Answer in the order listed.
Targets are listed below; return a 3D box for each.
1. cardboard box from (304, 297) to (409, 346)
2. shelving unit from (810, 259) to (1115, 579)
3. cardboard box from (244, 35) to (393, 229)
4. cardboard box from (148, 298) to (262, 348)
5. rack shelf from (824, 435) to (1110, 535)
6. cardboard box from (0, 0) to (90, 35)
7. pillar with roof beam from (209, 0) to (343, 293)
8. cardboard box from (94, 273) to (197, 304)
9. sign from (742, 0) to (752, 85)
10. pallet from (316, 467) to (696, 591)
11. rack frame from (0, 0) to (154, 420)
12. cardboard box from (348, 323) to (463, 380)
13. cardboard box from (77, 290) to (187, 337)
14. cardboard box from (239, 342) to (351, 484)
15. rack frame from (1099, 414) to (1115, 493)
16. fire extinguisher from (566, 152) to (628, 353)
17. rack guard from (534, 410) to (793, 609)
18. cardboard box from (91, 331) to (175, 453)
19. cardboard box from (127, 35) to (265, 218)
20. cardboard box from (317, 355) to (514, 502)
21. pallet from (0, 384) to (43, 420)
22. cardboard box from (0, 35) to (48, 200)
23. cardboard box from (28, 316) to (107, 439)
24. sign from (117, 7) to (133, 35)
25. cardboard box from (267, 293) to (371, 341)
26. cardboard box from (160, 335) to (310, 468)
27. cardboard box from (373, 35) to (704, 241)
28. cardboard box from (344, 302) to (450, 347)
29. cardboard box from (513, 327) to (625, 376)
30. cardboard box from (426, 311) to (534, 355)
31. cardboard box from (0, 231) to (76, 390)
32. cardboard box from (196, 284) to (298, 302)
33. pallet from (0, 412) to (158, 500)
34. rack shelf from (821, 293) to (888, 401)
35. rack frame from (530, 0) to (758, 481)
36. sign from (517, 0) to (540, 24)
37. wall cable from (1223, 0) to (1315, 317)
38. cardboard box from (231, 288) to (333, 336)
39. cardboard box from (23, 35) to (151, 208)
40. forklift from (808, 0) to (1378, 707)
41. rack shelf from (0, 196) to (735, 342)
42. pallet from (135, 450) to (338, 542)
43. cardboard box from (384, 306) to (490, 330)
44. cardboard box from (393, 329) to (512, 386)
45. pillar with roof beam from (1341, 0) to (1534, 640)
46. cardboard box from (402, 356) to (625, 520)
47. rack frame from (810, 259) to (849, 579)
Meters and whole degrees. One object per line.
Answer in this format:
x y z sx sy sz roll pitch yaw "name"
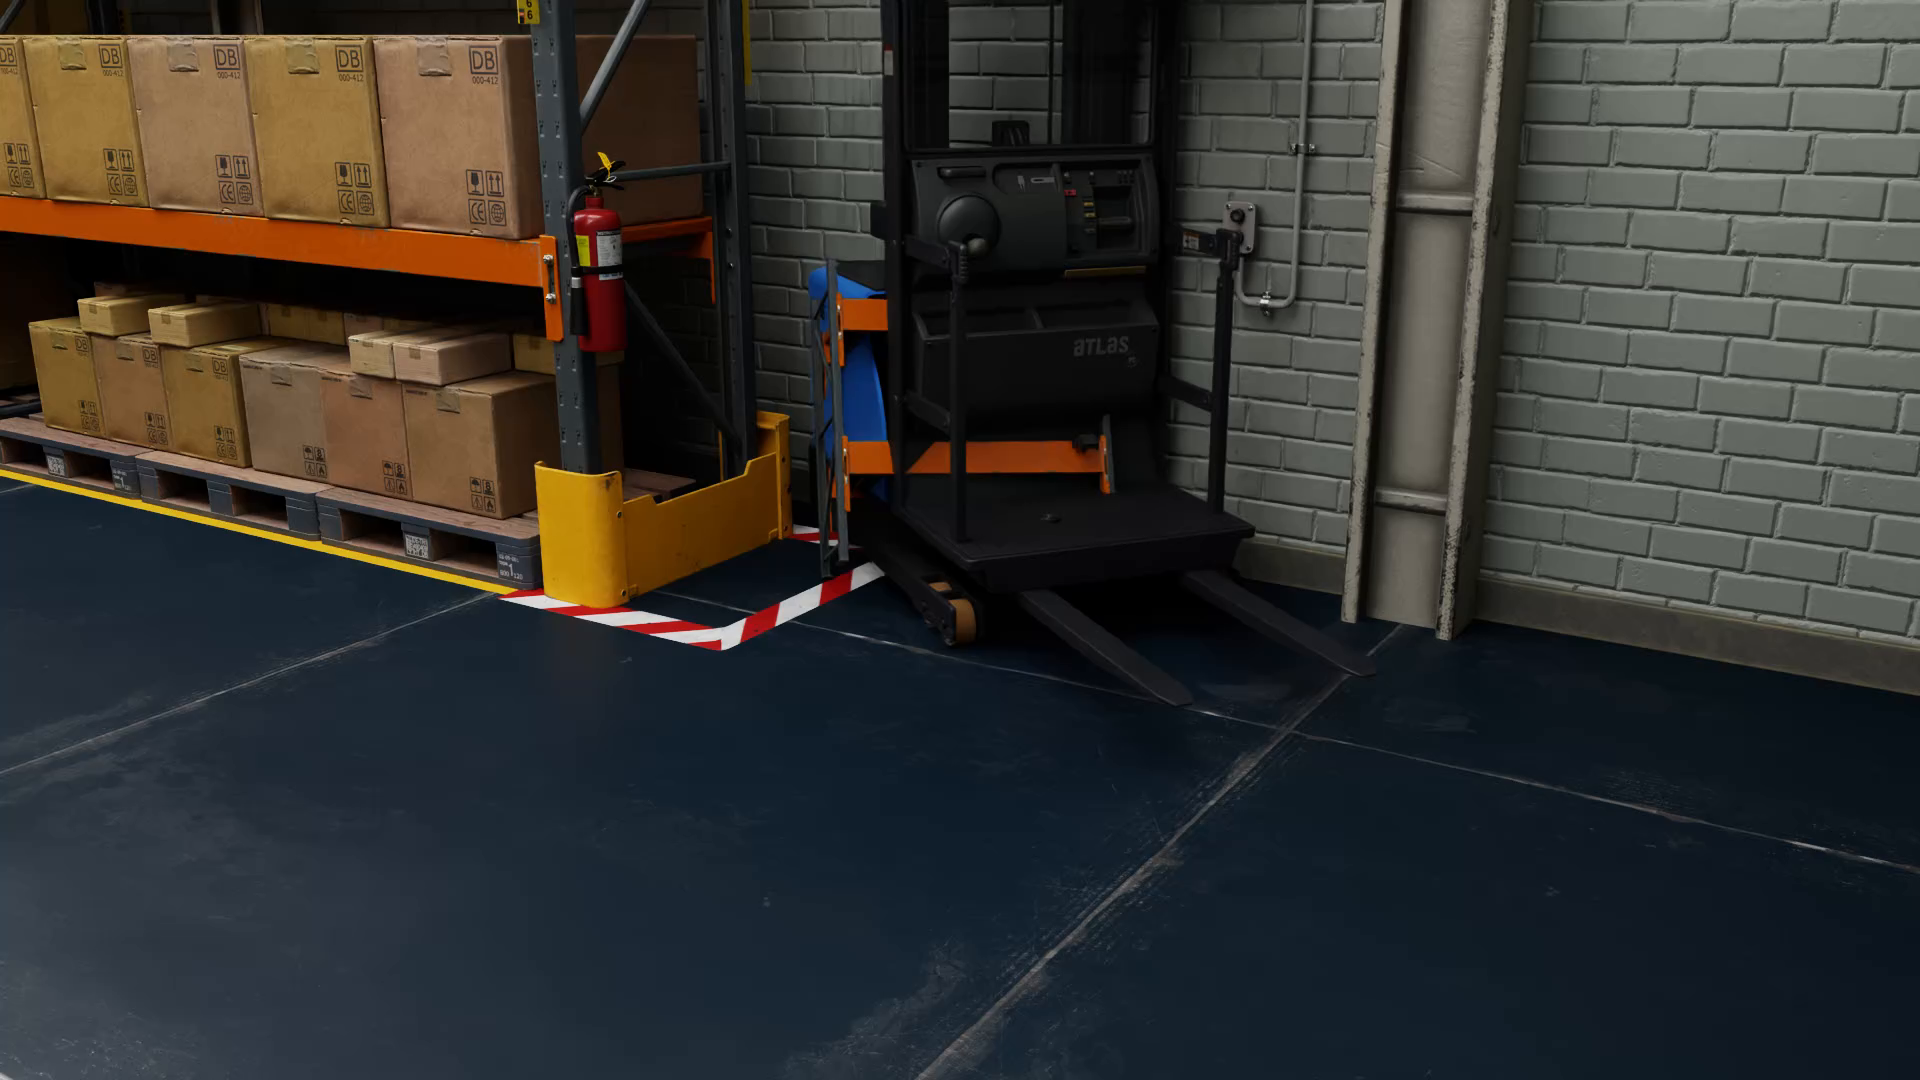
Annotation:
-2.666 -0.972 7.382 0.250 0.149 0.380 10 20 31 "cardboard box"
-0.001 -0.447 6.390 1.048 1.125 0.538 -1 -9 -13 "shelving unit"
-2.212 -1.679 6.730 0.700 0.700 0.980 10 20 30 "cardboard box"
-3.330 -0.960 7.343 0.250 0.149 0.380 9 19 28 "cardboard box"
0.012 -0.206 6.352 1.000 0.278 0.538 -1 -9 -13 "rack shelf"
-4.811 -2.654 8.447 0.500 0.250 0.500 11 20 32 "cardboard box"
-5.759 -3.873 4.147 0.400 9.000 9.100 10 20 30 "pillar with roof beam"
-3.991 -1.208 8.159 0.250 0.149 0.380 10 20 30 "cardboard box"
-0.851 -1.941 6.484 0.005 0.325 0.100 10 20 30 "sign"
-1.869 -0.120 6.913 1.213 0.211 1.003 10 20 30 "pallet"
-4.555 -1.960 8.174 0.127 3.000 1.000 10 20 30 "rack frame"
-2.218 -0.762 6.691 0.250 0.149 0.380 11 20 32 "cardboard box"
-3.775 -1.039 7.604 0.250 0.149 0.380 11 20 32 "cardboard box"
-2.651 -0.591 7.244 0.500 0.500 0.700 9 19 28 "cardboard box"
0.494 -0.455 6.505 0.032 1.125 0.500 -1 -9 -13 "rack frame"
-1.260 -0.999 5.785 0.183 0.674 0.296 10 20 30 "fire extinguisher"
-1.126 -0.152 6.523 0.348 0.500 1.175 10 20 30 "rack guard"
-3.545 -0.749 7.764 0.500 0.500 0.700 10 20 30 "cardboard box"
-2.857 -1.797 7.120 0.700 0.700 0.980 9 19 27 "cardboard box"
-2.222 -0.515 6.993 0.500 0.500 0.700 10 20 30 "cardboard box"
-5.252 -0.725 8.905 1.213 0.211 1.003 10 20 30 "pallet"
-4.101 -2.017 7.846 0.700 0.700 0.980 10 20 31 "cardboard box"
-3.972 -0.826 8.019 0.500 0.500 0.700 10 20 31 "cardboard box"
-4.266 -2.550 8.490 0.005 0.325 0.100 10 20 30 "sign"
-2.881 -1.011 7.509 0.250 0.149 0.380 10 19 29 "cardboard box"
-3.109 -0.670 7.505 0.500 0.500 0.700 11 20 31 "cardboard box"
-1.586 -1.571 6.375 0.700 0.700 0.980 11 20 33 "cardboard box"
-2.447 -0.933 7.254 0.250 0.149 0.380 10 20 31 "cardboard box"
-1.584 -0.780 6.749 0.250 0.149 0.380 10 20 30 "cardboard box"
-2.016 -0.856 7.002 0.250 0.149 0.380 10 20 30 "cardboard box"
-5.177 -1.200 8.645 0.750 0.750 0.750 10 20 31 "cardboard box"
-3.316 -1.088 7.765 0.250 0.149 0.380 9 19 28 "cardboard box"
-3.948 -0.491 8.135 1.213 0.211 1.003 10 20 30 "pallet"
-0.016 -0.736 6.435 1.000 0.278 0.538 -1 -9 -13 "rack shelf"
-1.147 -1.352 6.171 0.127 3.000 1.000 10 20 30 "rack frame"
-1.442 -1.887 5.533 0.005 0.325 0.100 10 20 30 "sign"
0.439 -1.878 6.154 1.851 1.984 0.084 10 20 30 "wall cable"
-3.101 -1.050 7.638 0.250 0.149 0.380 10 20 31 "cardboard box"
-3.482 -1.905 7.476 0.700 0.700 0.980 10 19 29 "cardboard box"
0.357 -1.176 5.709 1.130 2.935 3.031 -6 18 -20 "forklift"
-2.851 -1.312 7.277 4.000 0.370 1.077 10 20 30 "rack shelf"
-2.904 -0.306 7.525 1.213 0.211 1.003 10 20 30 "pallet"
-2.229 -0.895 7.128 0.250 0.149 0.380 10 20 31 "cardboard box"
-2.000 -0.723 6.564 0.250 0.149 0.380 10 19 29 "cardboard box"
-0.646 -2.960 1.143 0.400 9.000 9.100 10 20 30 "pillar with roof beam"
-1.795 -0.439 6.743 0.500 0.500 0.700 10 20 30 "cardboard box"
-0.496 -0.439 6.274 0.032 1.125 0.500 -1 -9 -13 "rack frame"
